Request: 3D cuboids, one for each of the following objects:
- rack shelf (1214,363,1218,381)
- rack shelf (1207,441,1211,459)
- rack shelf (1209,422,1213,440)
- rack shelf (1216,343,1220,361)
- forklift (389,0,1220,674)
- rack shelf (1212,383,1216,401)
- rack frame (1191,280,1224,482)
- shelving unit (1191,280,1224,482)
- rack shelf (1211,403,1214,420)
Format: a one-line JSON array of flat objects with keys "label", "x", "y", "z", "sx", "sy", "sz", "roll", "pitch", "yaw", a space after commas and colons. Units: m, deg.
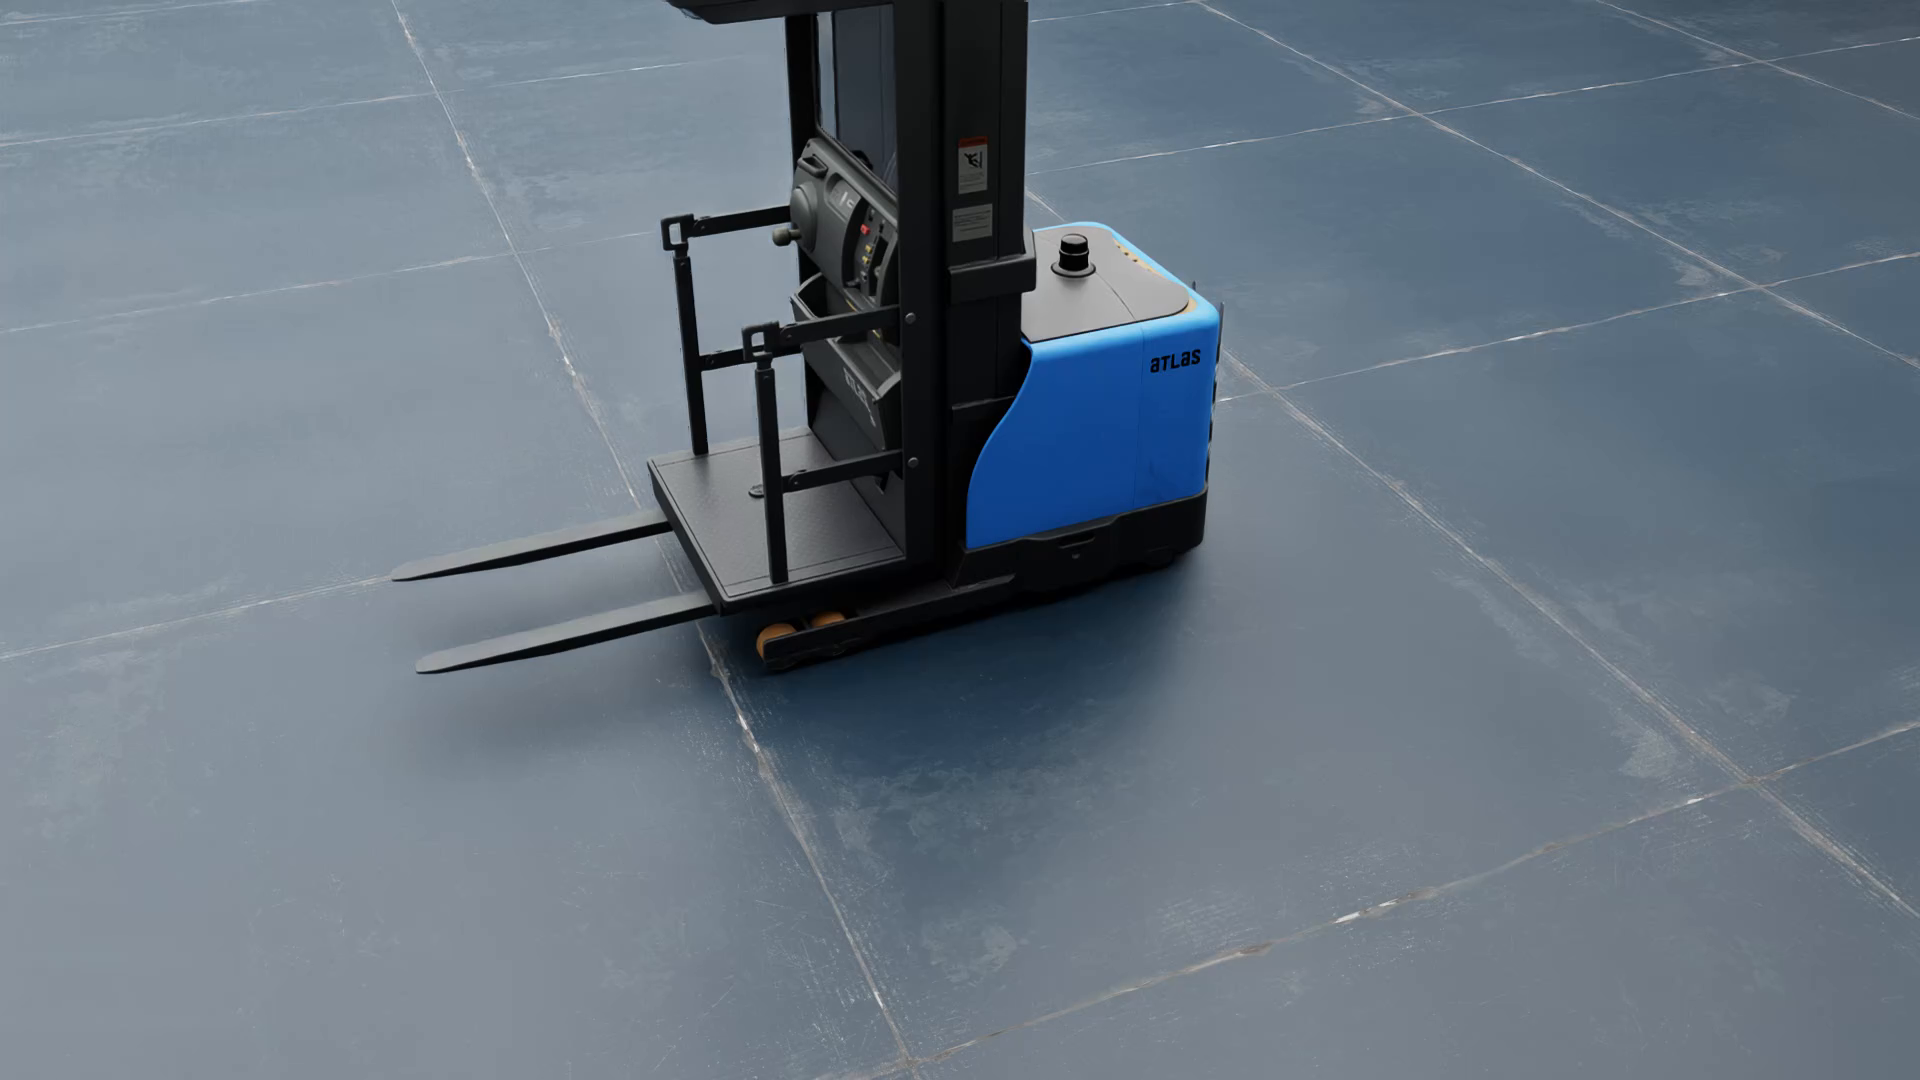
[{"label": "rack shelf", "x": 0.895, "y": -0.713, "z": 6.752, "sx": 0.200, "sy": 0.077, "sz": 0.258, "roll": -13, "pitch": 35, "yaw": -20}, {"label": "rack shelf", "x": 0.895, "y": -0.411, "z": 6.948, "sx": 0.200, "sy": 0.077, "sz": 0.258, "roll": -13, "pitch": 35, "yaw": -20}, {"label": "rack shelf", "x": 0.895, "y": -0.487, "z": 6.899, "sx": 0.200, "sy": 0.077, "sz": 0.258, "roll": -13, "pitch": 35, "yaw": -20}, {"label": "rack shelf", "x": 0.895, "y": -0.788, "z": 6.703, "sx": 0.200, "sy": 0.077, "sz": 0.258, "roll": -13, "pitch": 35, "yaw": -20}, {"label": "forklift", "x": -0.593, "y": -1.087, "z": 5.733, "sx": 3.031, "sy": 2.935, "sz": 1.130, "roll": -13, "pitch": 35, "yaw": -20}, {"label": "rack shelf", "x": 0.895, "y": -0.638, "z": 6.801, "sx": 0.200, "sy": 0.077, "sz": 0.258, "roll": -13, "pitch": 35, "yaw": -20}, {"label": "rack frame", "x": 0.988, "y": -0.612, "z": 6.866, "sx": 0.006, "sy": 0.900, "sz": 0.240, "roll": -13, "pitch": 35, "yaw": -20}, {"label": "shelving unit", "x": 0.895, "y": -0.590, "z": 6.832, "sx": 0.210, "sy": 0.900, "sz": 0.258, "roll": -13, "pitch": 35, "yaw": -20}, {"label": "rack shelf", "x": 0.895, "y": -0.562, "z": 6.850, "sx": 0.200, "sy": 0.077, "sz": 0.258, "roll": -13, "pitch": 35, "yaw": -20}]
